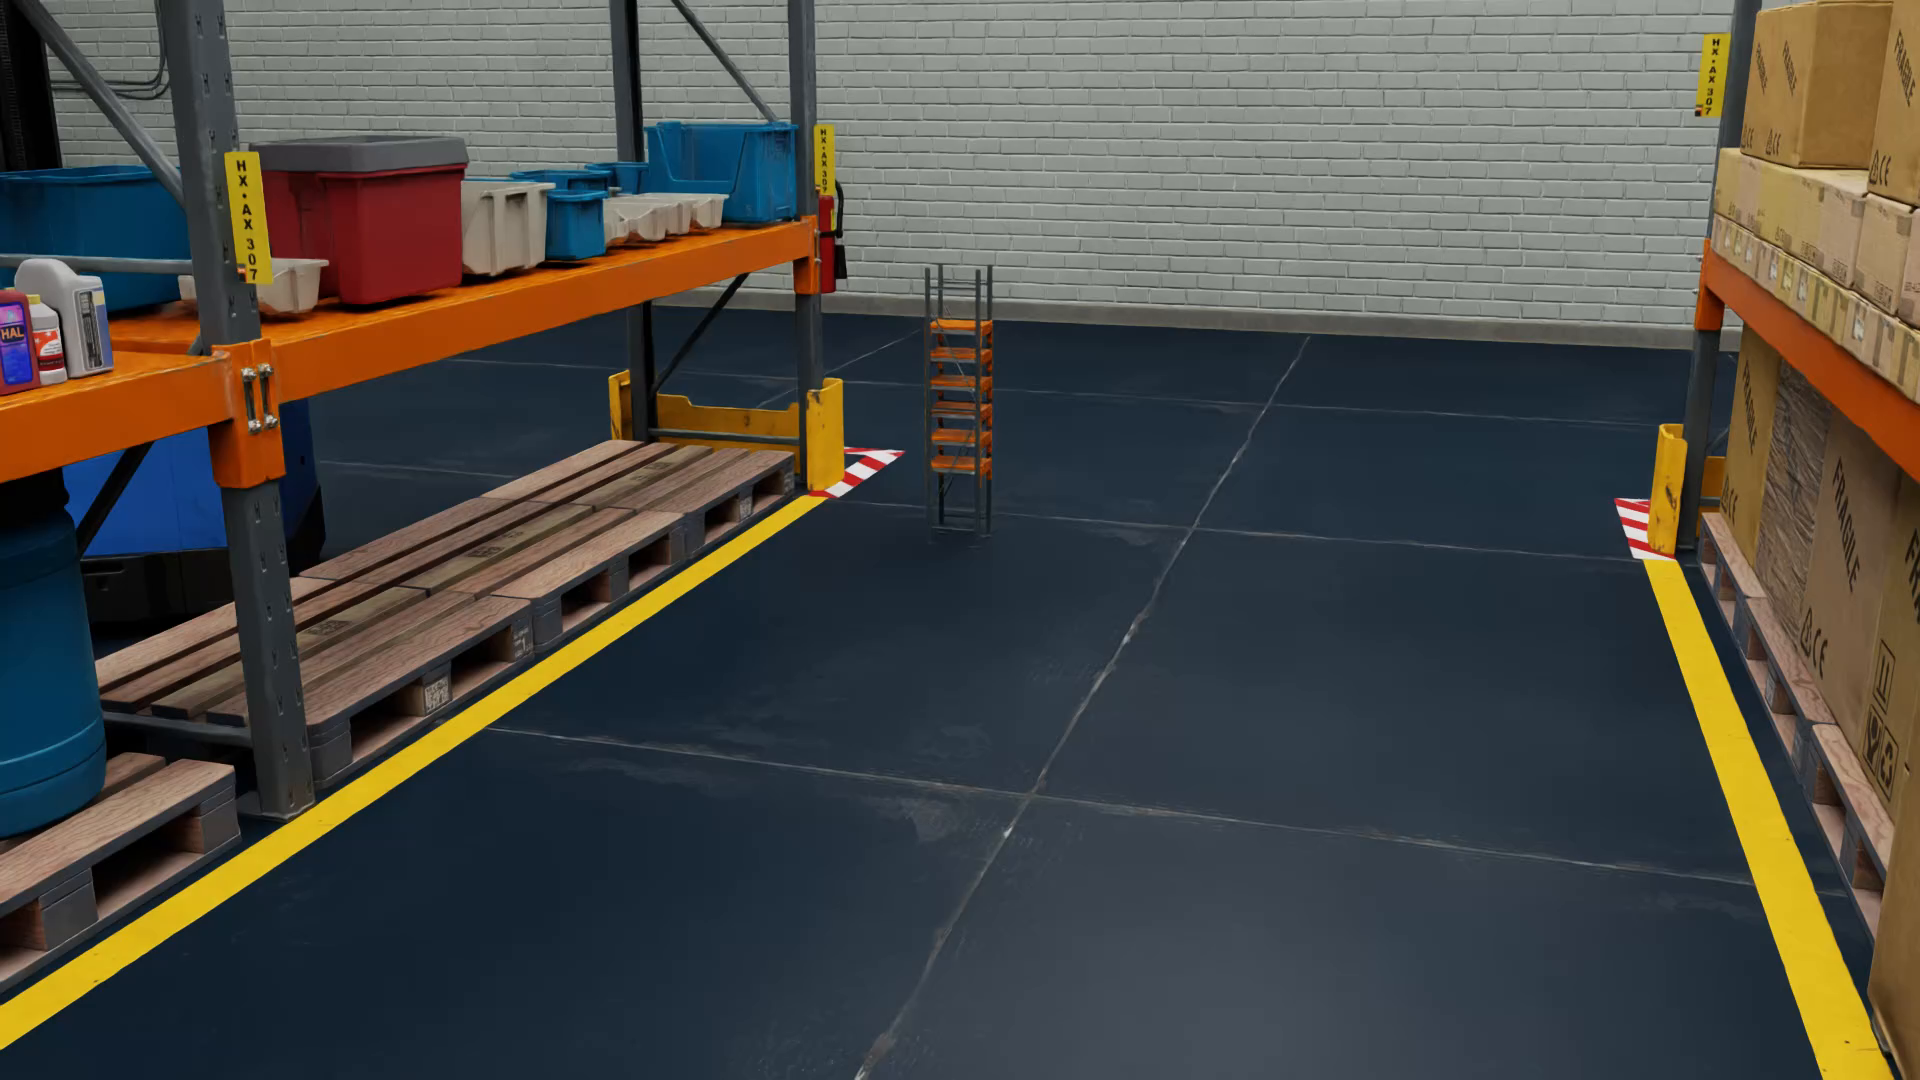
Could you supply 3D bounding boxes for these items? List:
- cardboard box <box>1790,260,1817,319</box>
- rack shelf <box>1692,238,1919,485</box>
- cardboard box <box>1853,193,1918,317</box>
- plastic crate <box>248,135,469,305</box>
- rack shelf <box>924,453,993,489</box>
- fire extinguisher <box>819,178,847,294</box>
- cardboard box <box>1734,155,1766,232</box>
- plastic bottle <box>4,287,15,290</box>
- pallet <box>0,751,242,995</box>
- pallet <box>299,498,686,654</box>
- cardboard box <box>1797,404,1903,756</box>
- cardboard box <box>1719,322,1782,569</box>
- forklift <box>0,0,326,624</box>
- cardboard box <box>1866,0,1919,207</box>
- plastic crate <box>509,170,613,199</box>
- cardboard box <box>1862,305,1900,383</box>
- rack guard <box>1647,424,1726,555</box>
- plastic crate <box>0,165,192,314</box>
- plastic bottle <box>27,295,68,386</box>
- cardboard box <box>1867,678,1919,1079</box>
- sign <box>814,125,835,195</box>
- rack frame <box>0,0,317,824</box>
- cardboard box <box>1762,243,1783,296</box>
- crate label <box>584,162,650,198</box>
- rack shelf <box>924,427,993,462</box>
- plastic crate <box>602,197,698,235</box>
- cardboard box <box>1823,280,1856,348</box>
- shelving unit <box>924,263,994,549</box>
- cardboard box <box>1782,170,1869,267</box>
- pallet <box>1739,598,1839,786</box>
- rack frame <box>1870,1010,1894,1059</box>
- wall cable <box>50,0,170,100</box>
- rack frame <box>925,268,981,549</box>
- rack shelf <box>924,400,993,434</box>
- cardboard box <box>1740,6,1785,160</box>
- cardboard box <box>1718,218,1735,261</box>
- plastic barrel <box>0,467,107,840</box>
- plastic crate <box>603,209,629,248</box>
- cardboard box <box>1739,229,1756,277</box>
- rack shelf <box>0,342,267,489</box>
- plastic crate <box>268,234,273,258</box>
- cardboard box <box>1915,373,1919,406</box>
[{"bbox_3d":[2.649,-0.720,4.832,0.380,0.149,0.250,5,17,17],"label":"cardboard box"},{"bbox_3d":[3.006,-0.510,4.950,1.077,0.370,4.000,5,16,16],"label":"rack shelf"},{"bbox_3d":[2.456,-0.676,3.944,0.500,0.250,0.500,5,17,18],"label":"cardboard box"},{"bbox_3d":[-1.817,-0.991,5.099,0.402,0.464,0.583,5,16,16],"label":"plastic crate"},{"bbox_3d":[-0.004,-0.300,7.230,0.258,0.103,0.180,5,16,16],"label":"rack shelf"},{"bbox_3d":[-0.696,-1.551,8.127,0.296,0.674,0.183,5,16,16],"label":"fire extinguisher"},{"bbox_3d":[3.038,-1.209,5.826,0.500,0.250,0.500,4,16,15],"label":"cardboard box"},{"bbox_3d":[-2.238,-0.498,3.953,0.097,0.201,0.097,0,16,0],"label":"plastic bottle"},{"bbox_3d":[-2.570,0.823,4.041,1.003,0.211,1.213,5,16,16],"label":"pallet"},{"bbox_3d":[-1.794,0.109,6.559,1.003,0.211,1.213,5,16,16],"label":"pallet"},{"bbox_3d":[2.958,0.085,4.657,0.875,0.875,0.875,5,16,16],"label":"cardboard box"},{"bbox_3d":[3.469,-0.386,6.317,0.875,0.875,0.875,5,16,16],"label":"cardboard box"},{"bbox_3d":[-4.068,-1.134,5.955,3.031,2.935,1.130,-4,16,-13],"label":"forklift"},{"bbox_3d":[2.458,-1.037,3.843,0.500,0.500,0.500,5,17,16],"label":"cardboard box"},{"bbox_3d":[-1.747,-1.501,7.320,0.416,0.233,0.300,5,16,16],"label":"plastic crate"},{"bbox_3d":[2.356,-0.452,3.886,0.380,0.149,0.250,4,16,15],"label":"cardboard box"},{"bbox_3d":[3.581,-0.183,7.060,1.175,0.500,0.348,5,16,16],"label":"rack guard"},{"bbox_3d":[-2.505,-0.887,4.879,0.392,0.384,0.575,5,16,16],"label":"plastic crate"},{"bbox_3d":[-2.120,-0.461,3.822,0.097,0.201,0.097,0,16,0],"label":"plastic bottle"},{"bbox_3d":[2.275,0.656,2.644,1.225,0.875,0.875,5,16,16],"label":"cardboard box"},{"bbox_3d":[-0.642,-1.804,7.893,0.100,0.325,0.005,5,16,16],"label":"sign"},{"bbox_3d":[-2.311,-0.717,4.361,1.000,3.000,0.127,5,16,16],"label":"rack frame"},{"bbox_3d":[2.794,-0.855,5.307,0.380,0.149,0.250,4,16,15],"label":"cardboard box"},{"bbox_3d":[-1.560,-1.673,7.928,0.416,0.233,0.303,5,16,16],"label":"crate label"},{"bbox_3d":[-0.004,-0.415,7.197,0.258,0.103,0.180,5,16,16],"label":"rack shelf"},{"bbox_3d":[-1.329,-1.364,7.013,0.396,0.136,0.243,5,16,16],"label":"plastic crate"},{"bbox_3d":[2.502,-0.587,4.361,0.380,0.149,0.250,5,17,17],"label":"cardboard box"},{"bbox_3d":[-0.004,-0.573,7.152,0.258,1.200,0.189,5,16,16],"label":"shelving unit"},{"bbox_3d":[2.748,-0.941,4.881,0.500,0.250,0.500,4,16,15],"label":"cardboard box"},{"bbox_3d":[3.074,0.495,5.196,1.003,0.211,1.213,5,16,16],"label":"pallet"},{"bbox_3d":[2.438,-0.333,3.007,1.000,3.000,0.127,5,16,16],"label":"rack frame"},{"bbox_3d":[-8.723,-5.376,15.484,3.097,2.526,0.112,5,16,16],"label":"wall cable"},{"bbox_3d":[-0.030,-0.550,7.068,0.240,1.200,0.006,5,16,16],"label":"rack frame"},{"bbox_3d":[-0.004,-0.531,7.164,0.258,0.103,0.180,5,16,16],"label":"rack shelf"},{"bbox_3d":[3.037,-1.576,5.744,0.500,0.500,0.500,4,16,15],"label":"cardboard box"},{"bbox_3d":[3.086,-1.124,6.256,0.380,0.149,0.250,4,16,15],"label":"cardboard box"},{"bbox_3d":[-2.482,0.231,4.093,0.600,0.901,0.708,5,16,16],"label":"plastic barrel"},{"bbox_3d":[-1.451,-1.210,6.472,0.298,0.136,0.250,5,16,16],"label":"plastic crate"},{"bbox_3d":[2.940,-0.989,5.779,0.380,0.149,0.250,4,16,15],"label":"cardboard box"},{"bbox_3d":[-2.879,0.152,2.614,1.077,0.370,4.000,5,16,16],"label":"rack shelf"},{"bbox_3d":[-2.250,-0.927,5.496,0.437,0.125,0.590,5,16,16],"label":"plastic crate"},{"bbox_3d":[2.210,-0.317,3.412,0.380,0.149,0.250,5,17,16],"label":"cardboard box"}]
